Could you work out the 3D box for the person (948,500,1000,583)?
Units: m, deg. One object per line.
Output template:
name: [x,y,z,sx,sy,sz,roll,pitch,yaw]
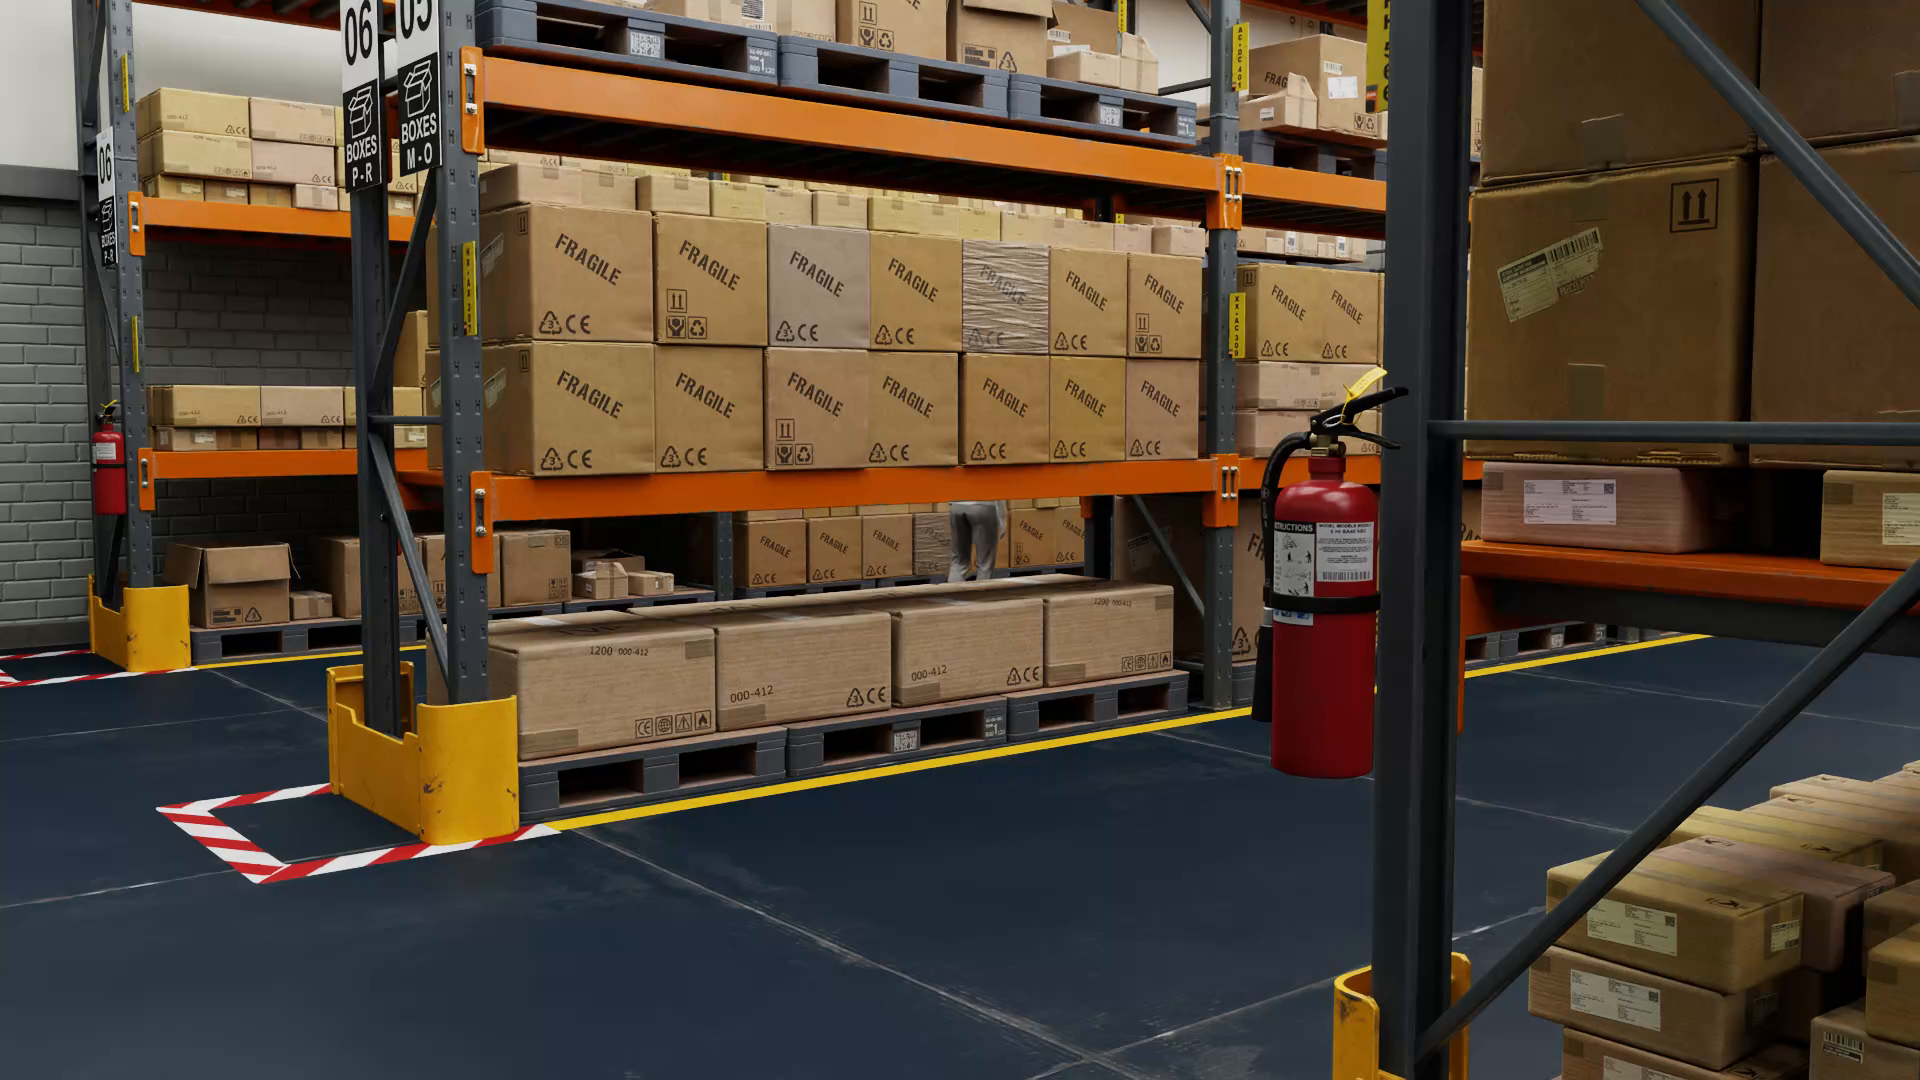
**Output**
person: [0.095,-0.167,11.322,0.345,1.683,0.465,-3,6,-37]
